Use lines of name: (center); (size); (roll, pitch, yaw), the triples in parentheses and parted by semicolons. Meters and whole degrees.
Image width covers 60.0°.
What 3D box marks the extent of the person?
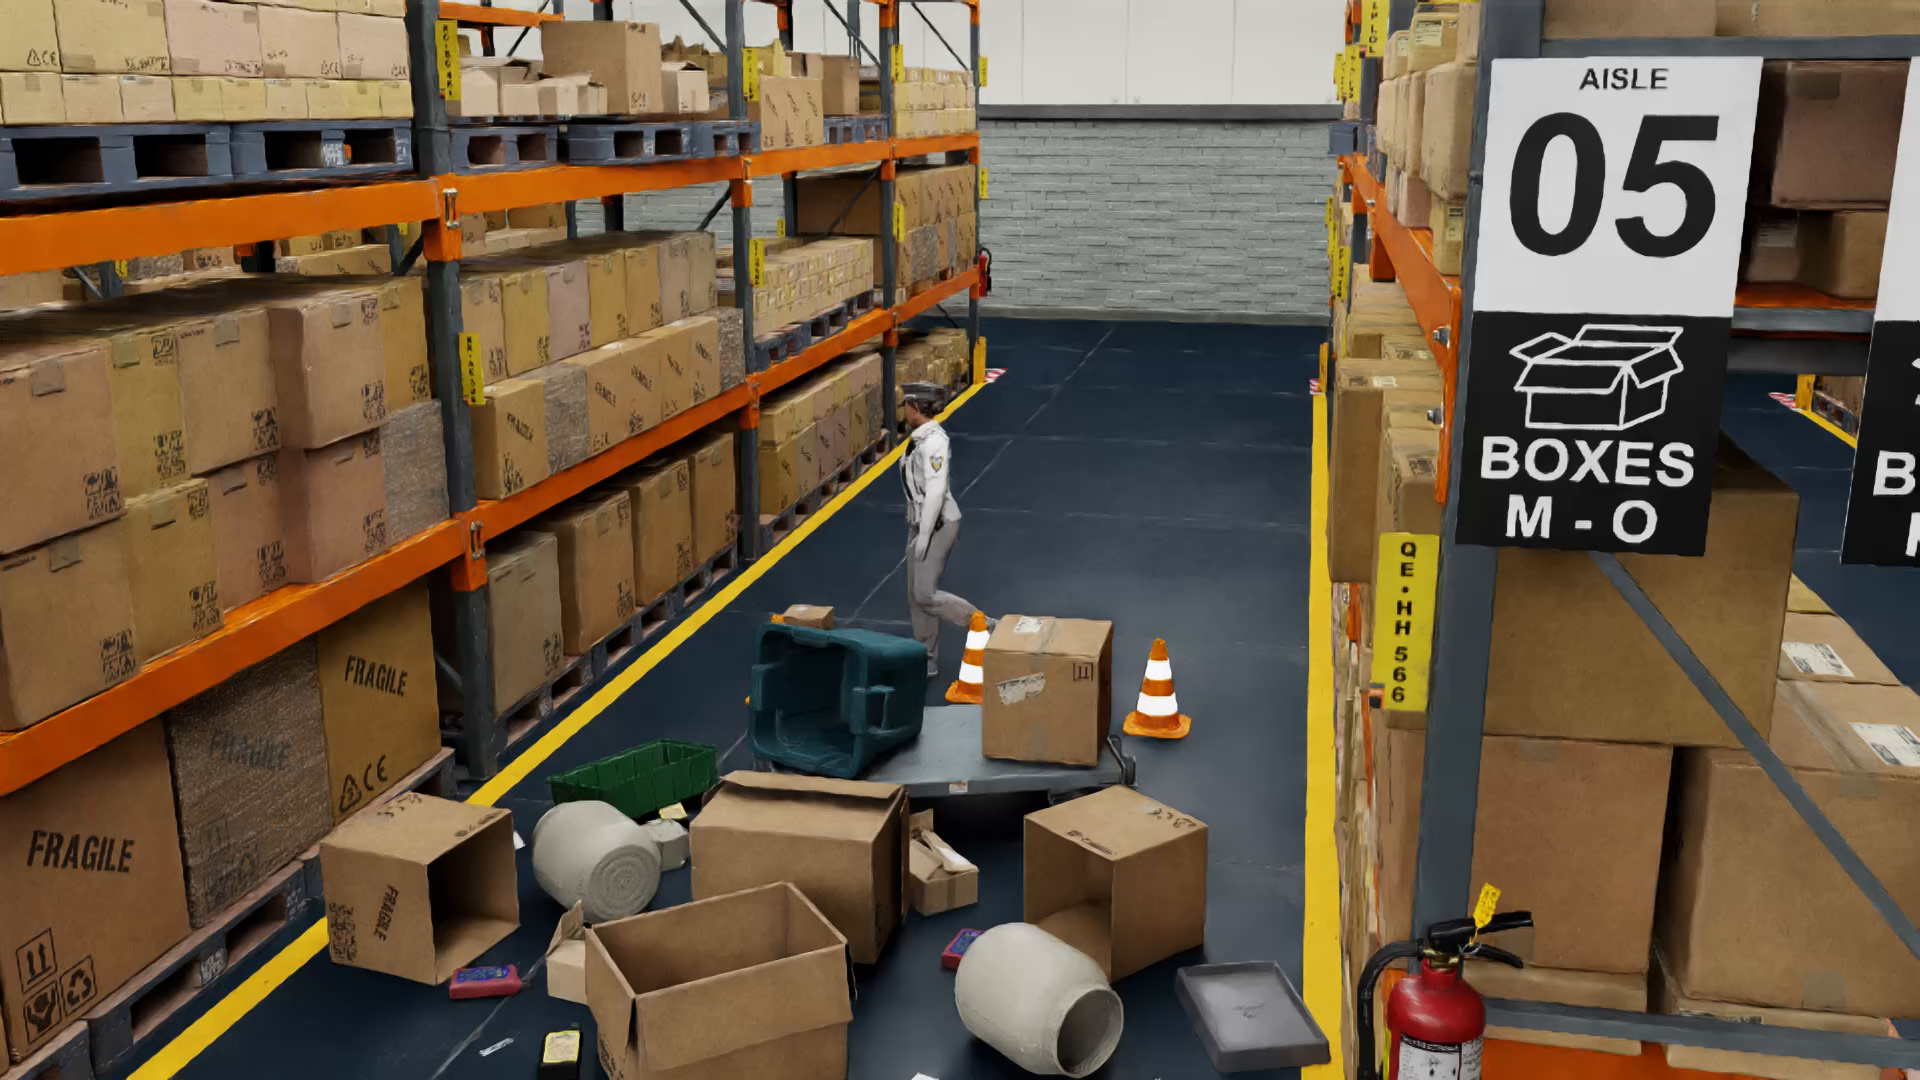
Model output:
person: (-0.118, -0.060, 9.262); (0.634, 1.638, 0.517); (-3, 15, -11)
